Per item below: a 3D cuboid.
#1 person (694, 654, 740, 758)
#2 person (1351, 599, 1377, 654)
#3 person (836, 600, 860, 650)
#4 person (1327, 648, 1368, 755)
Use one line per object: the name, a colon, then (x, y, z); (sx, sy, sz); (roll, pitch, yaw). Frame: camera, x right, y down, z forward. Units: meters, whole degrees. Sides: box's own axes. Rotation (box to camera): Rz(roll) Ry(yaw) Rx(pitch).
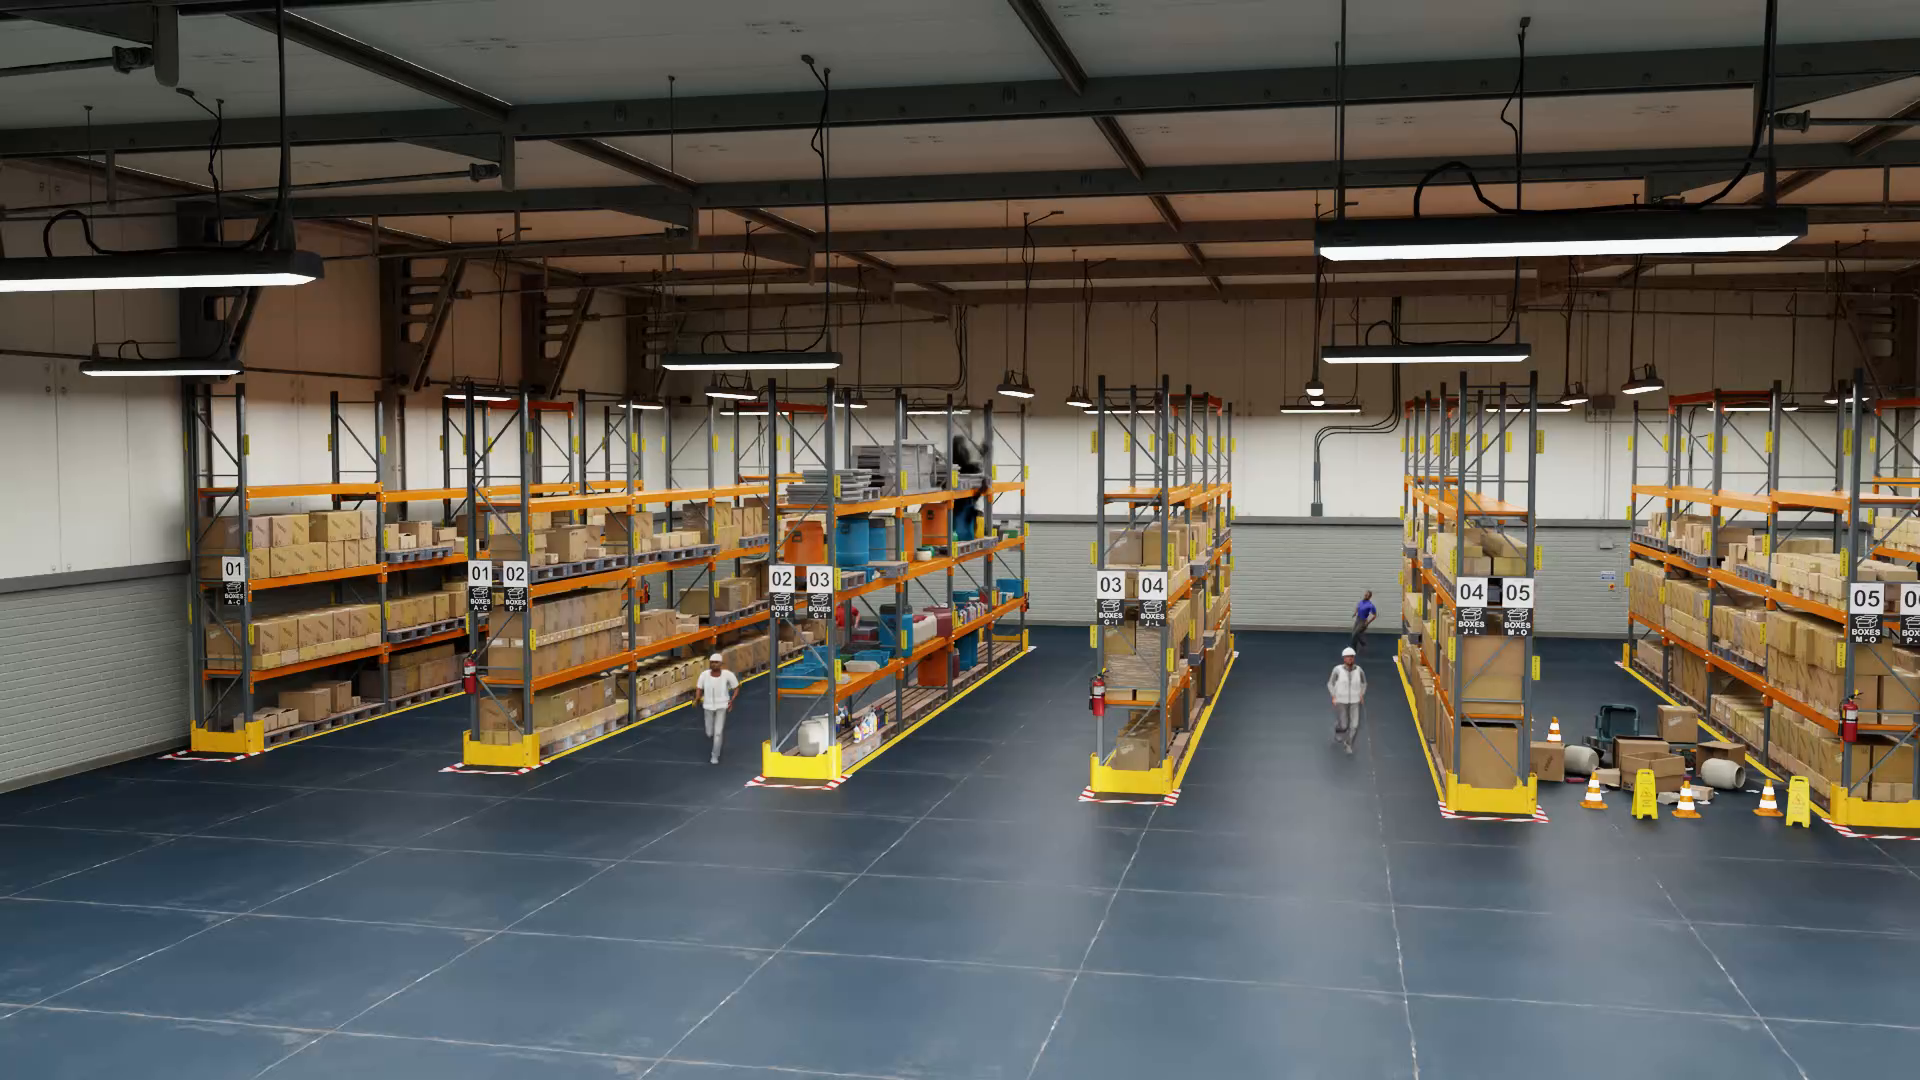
person: (-3.832, 2.606, 26.329); (0.691, 1.655, 0.666); (0, 3, 5)
person: (9.638, 2.056, 39.583); (0.684, 1.364, 0.743); (-2, 4, -33)
person: (-2.568, 2.058, 36.616); (0.640, 1.739, 0.693); (1, 3, 9)
person: (6.301, 2.599, 27.059); (0.647, 1.727, 0.637); (0, 3, 2)
